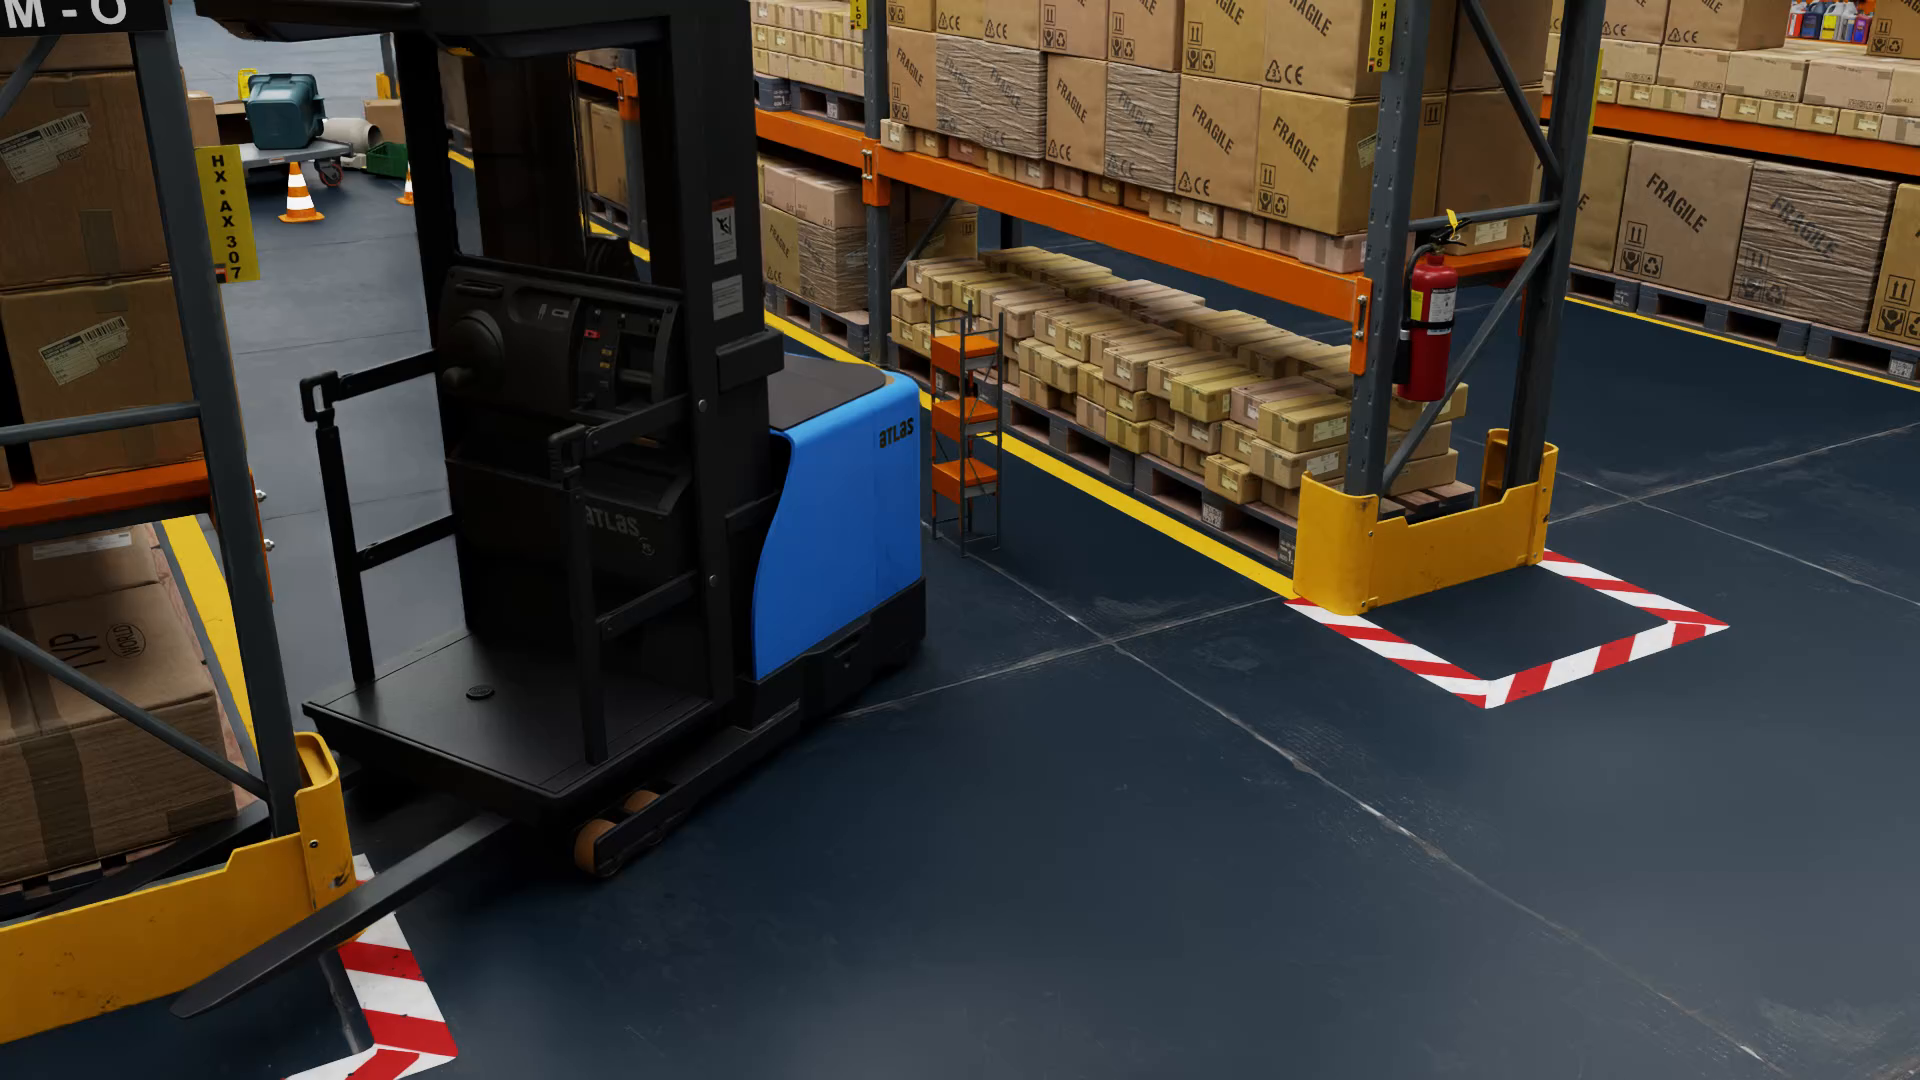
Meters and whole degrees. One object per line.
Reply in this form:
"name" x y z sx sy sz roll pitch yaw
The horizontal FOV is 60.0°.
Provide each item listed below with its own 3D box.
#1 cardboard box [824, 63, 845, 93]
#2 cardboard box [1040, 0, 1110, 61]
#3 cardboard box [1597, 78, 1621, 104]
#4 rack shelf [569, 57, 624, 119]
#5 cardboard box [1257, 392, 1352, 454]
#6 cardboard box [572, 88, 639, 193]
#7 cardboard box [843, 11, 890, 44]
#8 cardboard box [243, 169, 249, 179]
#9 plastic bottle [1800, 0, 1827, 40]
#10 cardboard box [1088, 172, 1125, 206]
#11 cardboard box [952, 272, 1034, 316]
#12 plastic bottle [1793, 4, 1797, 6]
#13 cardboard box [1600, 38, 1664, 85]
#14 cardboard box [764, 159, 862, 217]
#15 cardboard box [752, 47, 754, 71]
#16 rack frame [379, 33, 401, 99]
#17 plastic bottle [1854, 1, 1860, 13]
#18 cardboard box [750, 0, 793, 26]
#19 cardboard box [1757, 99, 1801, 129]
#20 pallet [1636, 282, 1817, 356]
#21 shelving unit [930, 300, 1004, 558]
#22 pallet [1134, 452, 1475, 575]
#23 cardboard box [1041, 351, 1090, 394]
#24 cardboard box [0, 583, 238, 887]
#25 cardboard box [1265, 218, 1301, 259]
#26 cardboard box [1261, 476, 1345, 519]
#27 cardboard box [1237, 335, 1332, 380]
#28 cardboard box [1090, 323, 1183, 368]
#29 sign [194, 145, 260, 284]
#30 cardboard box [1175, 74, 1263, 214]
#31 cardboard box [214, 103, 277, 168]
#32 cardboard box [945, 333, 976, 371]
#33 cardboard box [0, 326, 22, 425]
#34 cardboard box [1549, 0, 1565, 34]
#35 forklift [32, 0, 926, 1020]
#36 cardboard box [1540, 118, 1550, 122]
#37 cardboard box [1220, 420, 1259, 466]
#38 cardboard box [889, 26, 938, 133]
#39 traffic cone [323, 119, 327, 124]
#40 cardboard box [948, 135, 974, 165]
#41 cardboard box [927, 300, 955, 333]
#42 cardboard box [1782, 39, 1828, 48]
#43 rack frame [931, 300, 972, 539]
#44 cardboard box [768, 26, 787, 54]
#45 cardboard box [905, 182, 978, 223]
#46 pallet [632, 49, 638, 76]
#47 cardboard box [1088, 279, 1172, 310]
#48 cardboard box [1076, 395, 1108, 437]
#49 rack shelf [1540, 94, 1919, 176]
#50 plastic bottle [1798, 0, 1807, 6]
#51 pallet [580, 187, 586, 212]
"cardboard box" -0.585 -2.770 9.920 0.380 0.149 0.250 -12 25 -28
"cardboard box" 0.712 -2.472 7.553 0.500 0.500 0.500 -14 26 -30
"cardboard box" 4.372 -2.993 11.025 0.380 0.149 0.250 -12 25 -27
"rack shelf" -3.143 -4.127 14.436 1.077 0.370 4.000 -13 25 -28
"cardboard box" 1.477 -0.495 6.984 0.380 0.149 0.250 -12 25 -28
"cardboard box" -2.805 -3.462 14.275 1.050 0.750 0.750 -12 25 -27
"cardboard box" -0.451 -2.964 9.606 0.380 0.149 0.250 -11 25 -26
"cardboard box" -6.940 -3.533 15.650 0.396 0.266 0.258 8 23 18
"plastic bottle" 7.650 -4.663 14.866 0.144 0.351 0.185 -13 25 -28
"cardboard box" 0.824 -1.674 7.781 0.380 0.149 0.250 -12 25 -27
"cardboard box" 0.181 -1.343 9.070 0.380 0.149 0.250 -13 25 -29
"plastic bottle" 7.601 -4.753 15.191 0.097 0.271 0.097 0 22 0
"cardboard box" 4.502 -3.143 10.865 0.500 0.250 0.500 -13 25 -28
"cardboard box" -0.927 -2.263 10.662 0.500 0.250 0.500 -11 25 -26
"cardboard box" -1.256 -3.194 10.961 0.380 0.149 0.250 -14 26 -30
"rack frame" -6.208 -6.402 19.079 1.000 3.000 0.127 -13 25 -28
"plastic bottle" 8.221 -4.826 15.356 0.061 0.283 0.133 -13 25 -28
"cardboard box" -1.116 -3.386 10.644 0.380 0.149 0.250 -14 26 -31
"cardboard box" 5.035 -2.575 9.996 0.380 0.149 0.250 -12 25 -27
"pallet" 5.186 -1.491 10.699 1.003 0.211 1.213 -13 25 -28
"shelving unit" 0.027 -0.469 7.071 0.215 1.050 0.252 -13 25 -28
"pallet" 1.542 -0.225 7.586 1.003 0.211 1.213 -13 25 -28
"cardboard box" 0.628 -0.854 8.262 0.380 0.149 0.250 -12 25 -28
"cardboard box" -2.662 0.560 4.795 0.875 0.438 0.875 -14 26 -30
"cardboard box" 1.461 -1.245 6.726 0.380 0.149 0.250 -13 25 -28
"cardboard box" 1.517 -0.227 7.115 0.380 0.149 0.250 -12 25 -27
"cardboard box" 1.529 -0.844 7.843 0.380 0.149 0.250 -14 26 -31
"cardboard box" 0.854 -0.926 8.044 0.380 0.149 0.250 -14 26 -30
"sign" -1.759 -0.781 3.994 0.100 0.325 0.005 -13 25 -28
"cardboard box" 1.256 -1.671 6.910 0.500 0.500 0.500 -13 26 -29
"cardboard box" -6.853 -3.941 16.159 0.797 0.637 0.503 -13 25 -28
"cardboard box" 0.139 -1.055 9.153 0.380 0.149 0.250 -13 25 -28
"cardboard box" -2.520 -0.653 4.803 0.500 0.500 0.500 -13 25 -29
"cardboard box" 4.262 -3.651 11.117 0.500 0.500 0.500 -13 25 -28
"forklift" -1.328 -0.570 4.820 1.130 2.935 3.031 13 26 29
"cardboard box" 3.893 -2.853 12.610 1.225 0.875 0.875 -13 25 -28
"cardboard box" 1.363 -0.445 7.257 0.380 0.149 0.250 -13 26 -29
"cardboard box" -0.042 -2.493 8.934 0.500 0.500 0.500 -13 26 -29
"traffic cone" -7.158 -4.782 18.462 0.336 0.463 0.334 -13 25 -28
"cardboard box" 0.162 -2.101 8.831 0.380 0.149 0.250 -14 26 -31
"cardboard box" 0.038 -1.286 9.325 0.380 0.149 0.250 -12 25 -28
"cardboard box" 5.216 -3.083 10.716 0.500 0.250 0.500 -12 25 -27
"rack frame" -0.035 -0.509 7.168 0.200 1.050 0.008 -13 25 -28
"cardboard box" -0.986 -3.163 10.490 0.380 0.149 0.250 -14 26 -31
"cardboard box" -0.229 -2.192 10.486 0.500 0.250 0.500 -14 26 -31
"pallet" -1.666 -3.514 12.227 1.213 0.211 1.003 -13 25 -28
"cardboard box" 0.908 -1.279 8.913 0.380 0.149 0.250 -14 26 -31
"cardboard box" 0.794 -0.633 8.114 0.380 0.149 0.250 -12 25 -27
"rack shelf" 5.259 -2.458 10.332 1.077 0.370 4.000 -13 25 -28
"plastic bottle" 7.959 -4.973 15.733 0.097 0.271 0.097 0 22 0
"pallet" -3.079 -3.185 14.867 1.003 0.211 1.213 -13 25 -28
